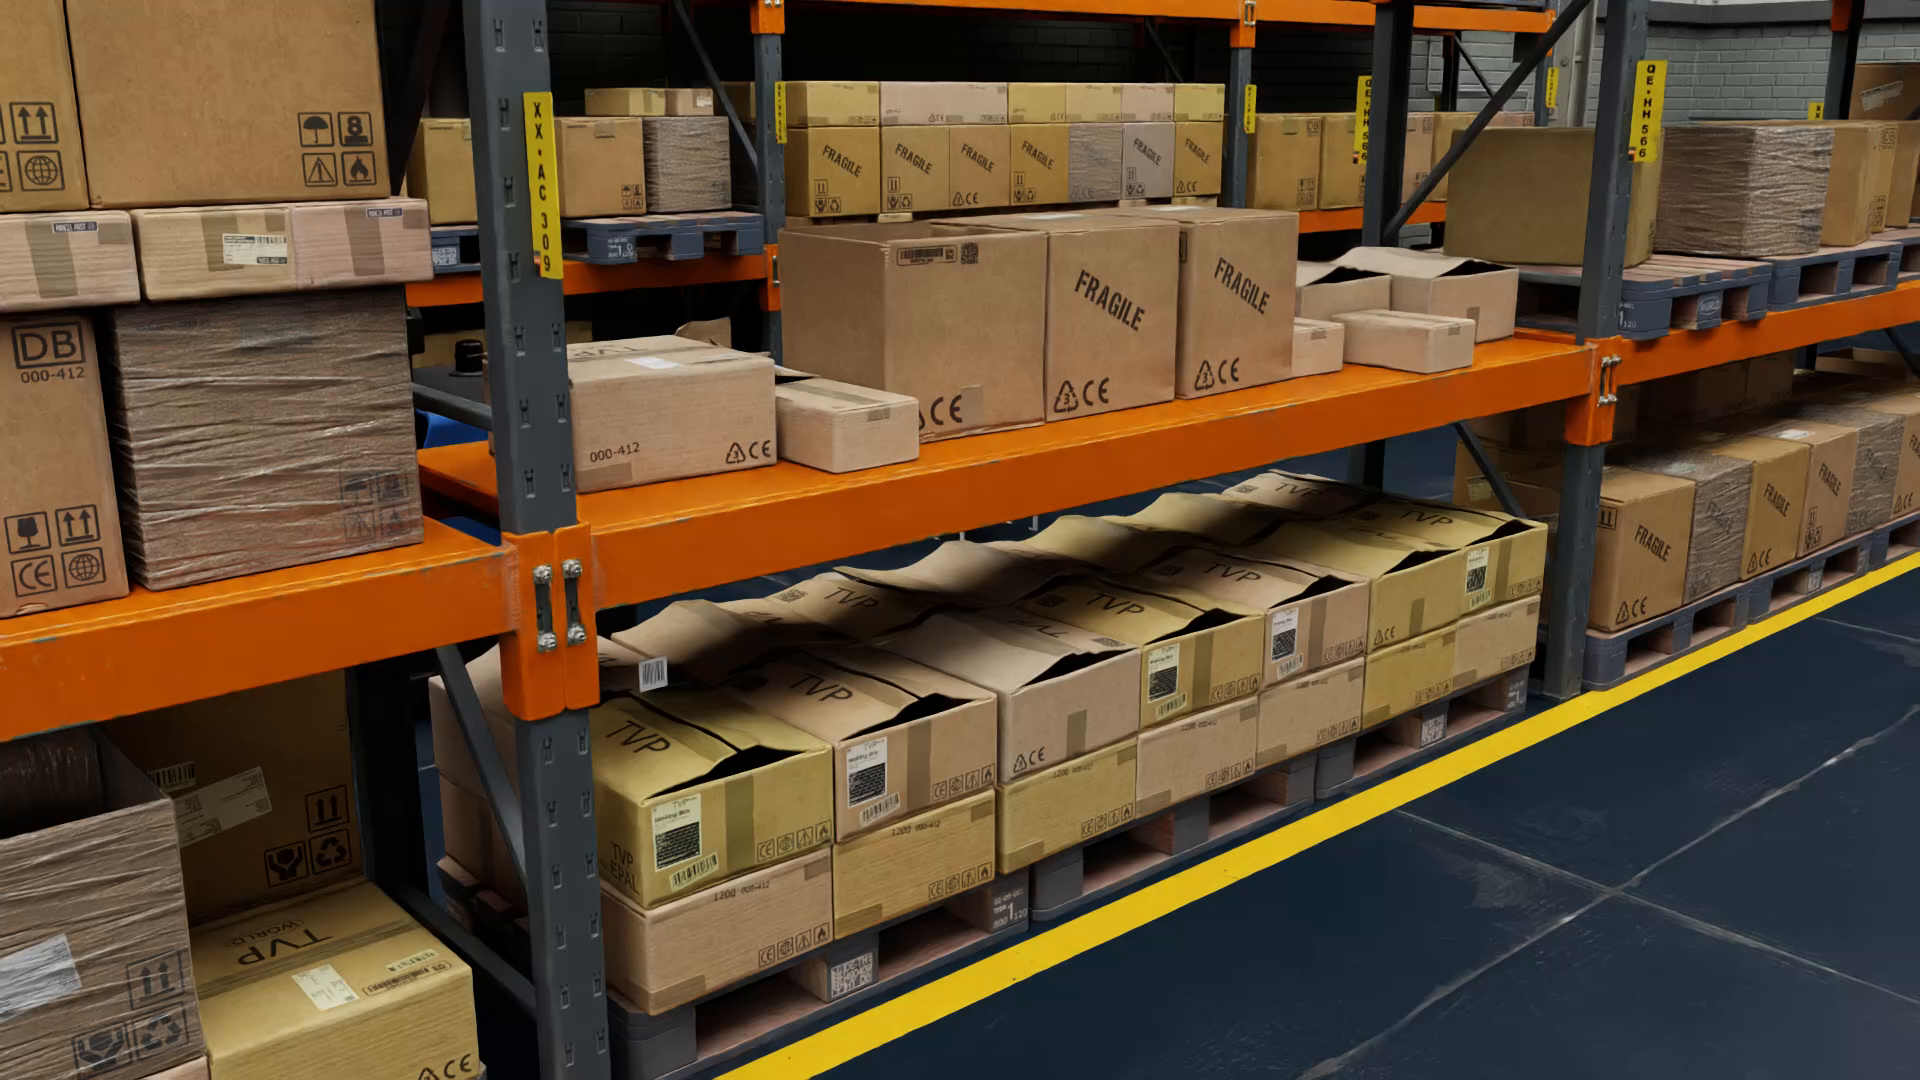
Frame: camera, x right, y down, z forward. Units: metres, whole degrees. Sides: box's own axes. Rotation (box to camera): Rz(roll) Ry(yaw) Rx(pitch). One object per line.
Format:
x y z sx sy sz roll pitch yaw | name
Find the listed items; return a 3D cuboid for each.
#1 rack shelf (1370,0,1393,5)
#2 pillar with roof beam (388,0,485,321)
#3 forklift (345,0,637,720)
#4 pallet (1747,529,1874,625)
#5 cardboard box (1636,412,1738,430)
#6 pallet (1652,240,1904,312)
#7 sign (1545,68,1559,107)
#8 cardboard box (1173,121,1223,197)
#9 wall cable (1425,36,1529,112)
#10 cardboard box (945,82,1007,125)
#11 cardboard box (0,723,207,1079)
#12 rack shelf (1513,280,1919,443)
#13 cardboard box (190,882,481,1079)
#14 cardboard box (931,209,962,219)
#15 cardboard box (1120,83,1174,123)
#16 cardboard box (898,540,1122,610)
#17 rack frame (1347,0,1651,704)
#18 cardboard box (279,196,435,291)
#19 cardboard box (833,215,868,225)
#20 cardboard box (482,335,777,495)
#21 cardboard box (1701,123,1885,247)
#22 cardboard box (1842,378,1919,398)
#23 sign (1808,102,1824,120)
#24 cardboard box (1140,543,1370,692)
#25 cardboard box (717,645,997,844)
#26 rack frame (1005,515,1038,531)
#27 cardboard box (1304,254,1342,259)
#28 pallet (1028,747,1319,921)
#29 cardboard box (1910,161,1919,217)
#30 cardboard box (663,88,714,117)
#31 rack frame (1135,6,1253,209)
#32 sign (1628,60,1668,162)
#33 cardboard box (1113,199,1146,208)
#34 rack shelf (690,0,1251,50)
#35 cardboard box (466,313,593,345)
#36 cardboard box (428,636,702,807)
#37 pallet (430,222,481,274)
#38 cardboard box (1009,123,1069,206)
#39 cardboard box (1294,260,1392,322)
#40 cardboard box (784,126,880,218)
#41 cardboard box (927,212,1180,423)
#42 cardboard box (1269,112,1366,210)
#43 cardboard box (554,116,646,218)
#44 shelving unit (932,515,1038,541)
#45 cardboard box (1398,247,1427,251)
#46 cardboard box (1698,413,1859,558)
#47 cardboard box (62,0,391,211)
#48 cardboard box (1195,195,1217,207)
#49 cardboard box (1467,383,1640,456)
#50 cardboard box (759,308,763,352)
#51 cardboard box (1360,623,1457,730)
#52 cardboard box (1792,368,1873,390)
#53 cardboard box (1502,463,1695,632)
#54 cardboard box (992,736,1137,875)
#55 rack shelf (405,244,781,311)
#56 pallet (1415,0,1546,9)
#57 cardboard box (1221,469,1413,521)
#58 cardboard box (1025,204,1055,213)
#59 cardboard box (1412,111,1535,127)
0.396 -1.727 4.484 4.000 0.370 1.077 -13 19 -39 | rack shelf
-0.073 -3.936 5.549 0.400 9.000 9.100 -13 19 -39 | pillar with roof beam
-2.687 -0.786 5.513 3.031 2.935 1.130 -13 20 -41 | forklift
3.412 0.059 7.622 1.213 0.211 1.003 -13 19 -39 | pallet
3.238 -0.351 7.742 0.500 0.500 0.500 -14 20 -41 | cardboard box
3.368 -1.202 7.308 1.213 0.211 1.003 -13 19 -39 | pallet
5.031 -3.849 14.144 0.005 0.325 0.100 -13 19 -39 | sign
1.485 -2.680 11.661 0.500 0.500 0.500 -13 20 -40 | cardboard box
5.030 -4.175 16.099 1.851 1.984 0.084 -13 19 -39 | wall cable
-0.059 -2.695 10.265 0.500 0.250 0.500 -12 19 -39 | cardboard box
-1.704 0.680 2.952 0.500 0.500 0.500 -13 19 -39 | cardboard box
3.413 -0.955 7.408 4.000 0.370 1.077 -13 19 -39 | rack shelf
-1.320 0.960 3.357 0.500 0.250 0.500 -13 19 -39 | cardboard box
-0.199 -2.009 10.405 0.250 0.149 0.380 -12 19 -38 | cardboard box
1.091 -2.956 11.241 0.500 0.250 0.500 -12 19 -38 | cardboard box
0.152 0.186 5.169 0.500 0.311 0.500 -13 20 -40 | cardboard box
1.904 -0.964 6.047 0.127 3.000 1.000 -13 19 -39 | rack frame
-1.178 -0.560 3.085 0.250 0.149 0.380 -13 20 -39 | cardboard box
-0.754 -1.868 9.878 0.250 0.149 0.380 -12 19 -39 | cardboard box
-0.770 -0.306 3.873 0.500 0.250 0.500 -11 19 -36 | cardboard box
3.630 -1.582 7.351 0.700 0.500 0.500 10 18 33 | cardboard box
4.738 -0.507 8.327 0.500 0.500 0.500 -13 20 -40 | cardboard box
4.560 -2.164 8.862 0.005 0.325 0.100 -13 19 -39 | sign
0.900 0.202 5.111 0.500 0.311 0.500 -13 20 -40 | cardboard box
-0.257 0.463 4.132 0.500 0.311 0.500 -13 20 -40 | cardboard box
0.309 -0.649 8.355 0.015 1.200 0.240 -13 19 -39 | rack frame
3.039 -2.256 13.656 0.250 0.149 0.380 -13 20 -40 | cardboard box
0.338 0.721 5.143 1.213 0.211 1.003 -13 19 -39 | pallet
5.131 -1.825 9.075 0.500 0.500 0.500 -12 19 -38 | cardboard box
-1.591 -2.438 9.261 0.380 0.149 0.250 13 20 40 | cardboard box
1.667 -2.605 12.191 0.127 3.000 1.000 -13 19 -39 | rack frame
2.271 -1.416 5.495 0.005 0.325 0.100 -13 19 -39 | sign
1.038 -2.243 11.281 0.250 0.149 0.380 -13 19 -39 | cardboard box
0.159 -3.368 10.629 4.000 0.370 1.077 -13 19 -39 | rack shelf
-2.330 -1.078 9.013 0.500 0.250 0.500 -12 19 -38 | cardboard box
-0.996 0.444 4.204 0.500 0.311 0.500 -13 19 -39 | cardboard box
-2.817 -1.492 8.394 1.213 0.211 1.003 -13 19 -39 | pallet
0.348 -2.422 10.697 0.500 0.500 0.500 -12 19 -38 | cardboard box
1.103 -0.807 5.632 0.500 0.311 0.500 -13 20 -40 | cardboard box
-0.816 -2.162 9.722 0.500 0.500 0.500 -12 19 -38 | cardboard box
0.252 -0.636 4.624 0.500 0.500 0.500 -13 19 -39 | cardboard box
2.641 -2.962 12.944 0.700 0.700 0.980 -13 20 -41 | cardboard box
-2.102 -2.007 8.905 0.700 0.500 0.500 14 20 42 | cardboard box
0.125 -0.608 8.200 0.503 1.200 0.258 -13 19 -39 | shelving unit
3.804 -2.428 14.299 0.250 0.149 0.380 -13 19 -39 | cardboard box
3.599 -0.254 7.378 0.500 0.500 0.500 -14 20 -41 | cardboard box
-1.444 -0.885 3.043 0.500 0.500 0.700 -13 19 -39 | cardboard box
1.598 -2.381 11.801 0.250 0.149 0.380 -12 19 -39 | cardboard box
2.496 -0.546 7.019 0.500 0.250 0.500 -12 19 -37 | cardboard box
-0.709 -1.191 10.249 0.750 0.750 0.750 -13 20 -40 | cardboard box
1.281 0.386 5.506 0.500 0.250 0.500 -13 20 -40 | cardboard box
4.397 -0.612 8.720 0.500 0.500 0.500 -14 20 -42 | cardboard box
2.435 0.010 6.393 0.500 0.500 0.500 -12 19 -37 | cardboard box
0.129 0.644 4.539 0.500 0.250 0.500 -13 20 -41 | cardboard box
-2.859 -1.241 8.479 4.000 0.370 1.077 -13 19 -39 | rack shelf
4.132 -4.562 13.875 1.213 0.211 1.003 -13 19 -39 | pallet
1.317 -0.078 6.157 0.500 0.311 0.500 -12 19 -38 | cardboard box
0.403 -2.132 10.867 0.250 0.149 0.380 -12 19 -38 | cardboard box
4.307 -3.340 14.359 0.700 0.700 0.980 -12 19 -37 | cardboard box
